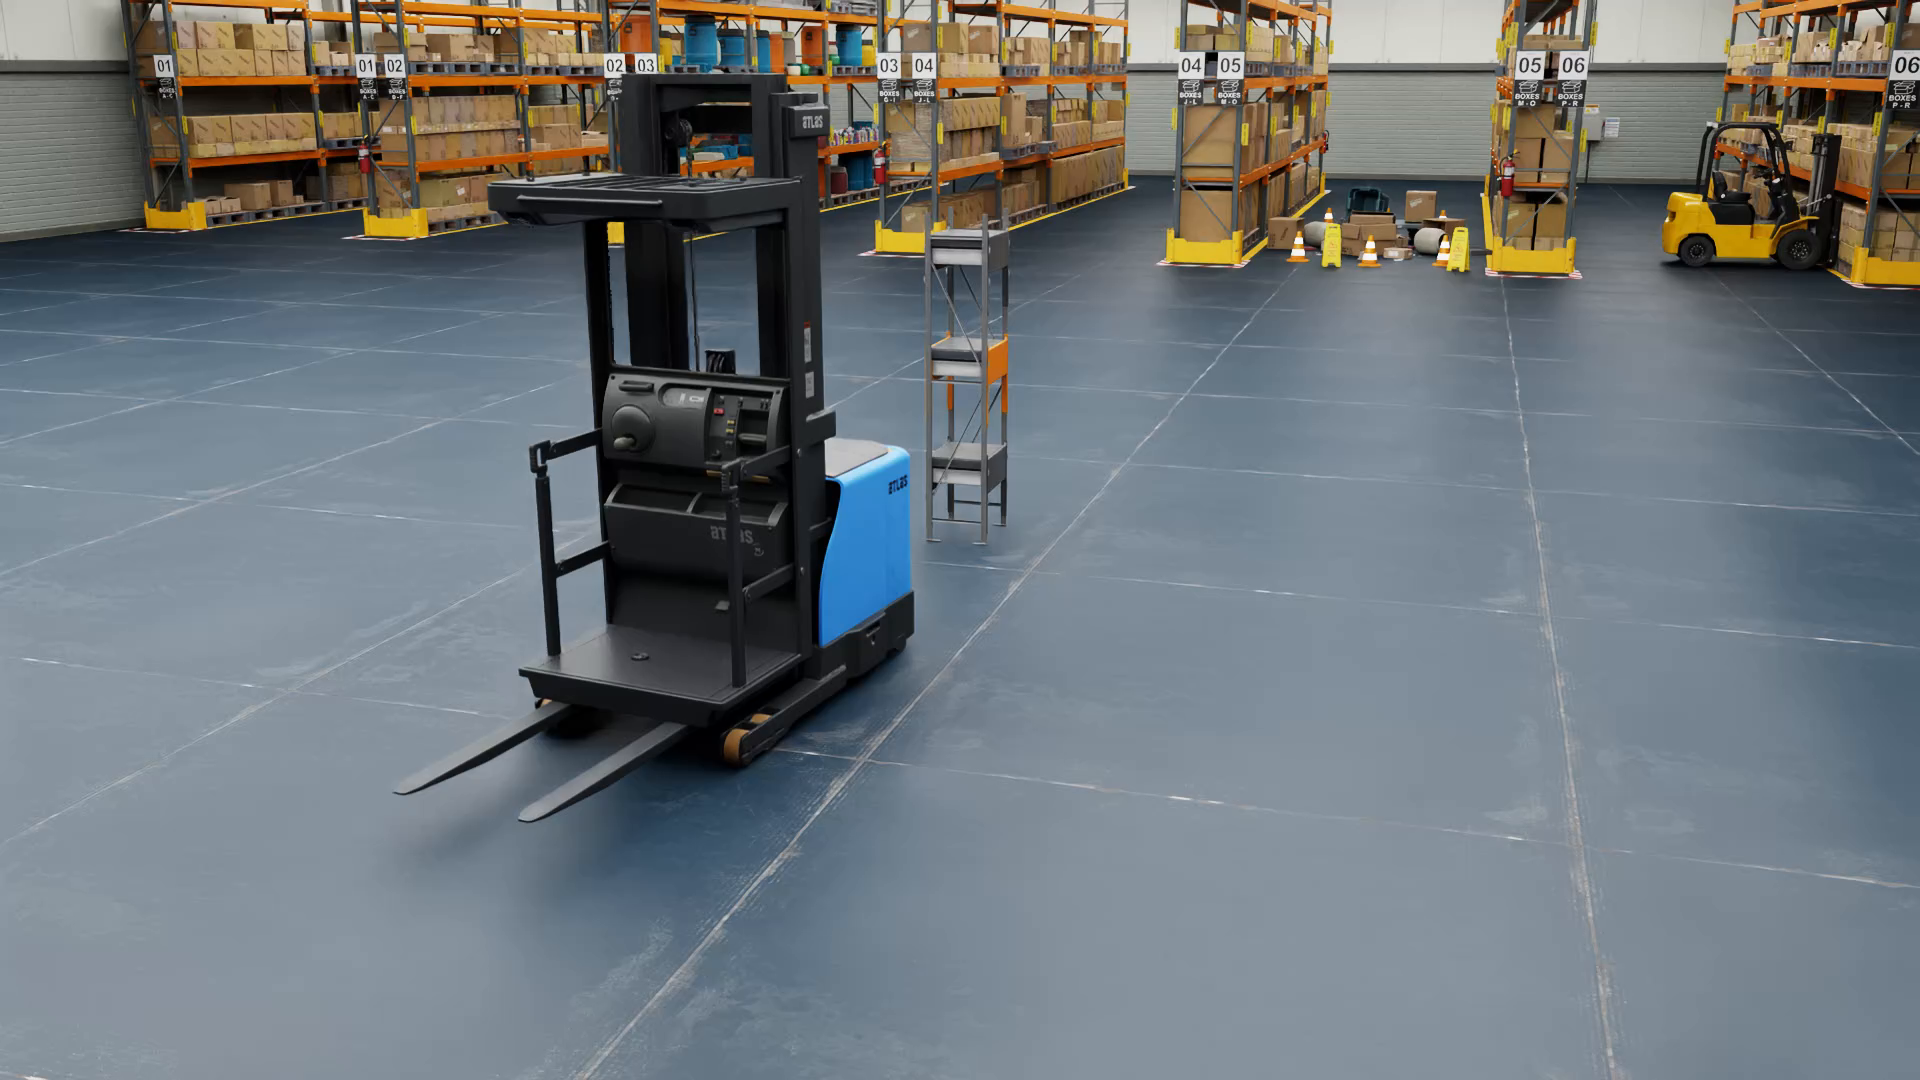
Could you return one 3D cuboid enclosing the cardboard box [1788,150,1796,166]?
[{"bbox_3d":[15.038,-6.783,29.521,0.500,0.250,0.500,4,16,14],"label":"cardboard box"}]

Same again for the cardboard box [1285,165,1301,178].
[{"bbox_3d":[7.023,-7.880,35.550,0.500,0.250,0.500,4,16,13],"label":"cardboard box"}]

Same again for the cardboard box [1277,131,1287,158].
[{"bbox_3d":[5.996,-7.608,31.973,0.500,0.500,0.500,4,16,15],"label":"cardboard box"}]

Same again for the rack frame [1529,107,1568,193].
[{"bbox_3d":[9.789,-6.556,28.447,1.000,3.000,0.127,5,16,16],"label":"rack frame"}]

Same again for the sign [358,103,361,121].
[{"bbox_3d":[-10.862,-7.764,30.150,0.100,0.325,0.005,5,16,16],"label":"sign"}]

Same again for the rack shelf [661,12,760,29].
[{"bbox_3d":[-6.367,-13.249,42.372,1.077,0.370,4.000,5,16,16],"label":"rack shelf"}]

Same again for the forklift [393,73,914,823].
[{"bbox_3d":[-1.307,-0.547,7.387,1.130,2.935,3.031,7,17,23],"label":"forklift"}]

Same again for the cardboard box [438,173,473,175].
[{"bbox_3d":[-9.925,-6.975,32.819,0.500,0.500,0.500,5,16,16],"label":"cardboard box"}]

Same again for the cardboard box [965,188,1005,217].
[{"bbox_3d":[0.483,-6.493,31.998,0.700,0.500,0.500,3,16,12],"label":"cardboard box"}]

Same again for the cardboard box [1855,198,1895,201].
[{"bbox_3d":[14.465,-5.255,26.297,0.500,0.250,0.500,4,16,15],"label":"cardboard box"}]

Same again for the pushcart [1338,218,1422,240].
[{"bbox_3d":[7.589,-5.458,29.382,1.648,0.377,0.936,-1,16,-3],"label":"pushcart"}]

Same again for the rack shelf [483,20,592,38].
[{"bbox_3d":[-11.118,-13.441,43.777,1.077,0.370,4.000,5,16,16],"label":"rack shelf"}]

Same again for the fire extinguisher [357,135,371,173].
[{"bbox_3d":[-10.825,-7.015,30.207,0.296,0.674,0.183,5,16,16],"label":"fire extinguisher"}]

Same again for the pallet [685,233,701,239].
[{"bbox_3d":[-5.385,-5.556,30.032,1.003,0.211,1.213,5,16,16],"label":"pallet"}]

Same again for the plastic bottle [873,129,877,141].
[{"bbox_3d":[-2.011,-9.553,39.228,0.061,0.283,0.133,5,16,16],"label":"plastic bottle"}]

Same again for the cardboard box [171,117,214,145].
[{"bbox_3d":[-14.672,-7.830,31.803,0.500,0.500,0.500,5,16,16],"label":"cardboard box"}]

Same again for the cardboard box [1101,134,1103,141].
[{"bbox_3d":[3.186,-9.555,39.480,0.380,0.149,0.250,4,16,14],"label":"cardboard box"}]

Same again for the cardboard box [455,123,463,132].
[{"bbox_3d":[-9.664,-7.831,31.568,0.380,0.149,0.250,4,16,15],"label":"cardboard box"}]

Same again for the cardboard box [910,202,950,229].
[{"bbox_3d":[-0.518,-5.599,28.883,0.500,0.500,0.500,10,18,30],"label":"cardboard box"}]

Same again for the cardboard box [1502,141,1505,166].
[{"bbox_3d":[8.835,-6.126,26.200,0.500,0.500,0.500,5,16,16],"label":"cardboard box"}]

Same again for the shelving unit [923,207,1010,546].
[{"bbox_3d":[0.047,-1.053,10.696,0.431,2.100,0.503,5,16,16],"label":"shelving unit"}]

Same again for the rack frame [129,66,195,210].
[{"bbox_3d":[-15.096,-7.431,31.530,1.000,3.000,0.127,5,16,16],"label":"rack frame"}]

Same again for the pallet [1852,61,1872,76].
[{"bbox_3d":[13.983,-7.029,24.781,1.003,0.211,1.213,5,16,16],"label":"pallet"}]

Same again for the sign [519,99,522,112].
[{"bbox_3d":[-11.163,-11.049,42.312,0.100,0.325,0.005,5,16,16],"label":"sign"}]

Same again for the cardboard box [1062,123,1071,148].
[{"bbox_3d":[2.110,-8.795,36.156,0.500,0.500,0.500,4,16,15],"label":"cardboard box"}]

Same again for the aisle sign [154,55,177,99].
[{"bbox_3d":[-14.829,-8.639,31.026,0.394,0.787,0.004,5,16,16],"label":"aisle sign"}]

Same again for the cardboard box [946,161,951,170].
[{"bbox_3d":[-0.364,-6.342,28.151,0.380,0.149,0.250,5,16,16],"label":"cardboard box"}]

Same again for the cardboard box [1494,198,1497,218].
[{"bbox_3d":[10.554,-6.200,31.237,0.950,0.372,0.625,4,16,15],"label":"cardboard box"}]

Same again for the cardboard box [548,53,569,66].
[{"bbox_3d":[-8.607,-10.162,35.169,0.500,0.250,0.500,3,16,11],"label":"cardboard box"}]

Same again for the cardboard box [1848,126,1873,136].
[{"bbox_3d":[13.884,-6.272,25.528,0.380,0.149,0.250,5,16,16],"label":"cardboard box"}]

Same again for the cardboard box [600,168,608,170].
[{"bbox_3d":[-8.031,-8.412,38.766,0.500,0.500,0.500,5,17,18],"label":"cardboard box"}]

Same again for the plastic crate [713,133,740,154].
[{"bbox_3d":[-4.617,-7.890,33.032,0.402,0.464,0.583,5,16,16],"label":"plastic crate"}]

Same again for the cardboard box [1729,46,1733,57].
[{"bbox_3d":[17.593,-10.970,37.324,0.500,0.250,0.500,4,16,15],"label":"cardboard box"}]

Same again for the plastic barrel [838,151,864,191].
[{"bbox_3d":[-2.560,-8.668,38.968,0.600,0.901,0.708,5,16,16],"label":"plastic barrel"}]

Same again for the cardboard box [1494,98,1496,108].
[{"bbox_3d":[12.650,-9.986,38.522,0.500,0.500,0.500,4,16,14],"label":"cardboard box"}]

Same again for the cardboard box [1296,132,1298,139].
[{"bbox_3d":[6.998,-8.627,35.440,0.380,0.149,0.250,5,17,18],"label":"cardboard box"}]

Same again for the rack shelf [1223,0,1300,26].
[{"bbox_3d":[5.583,-9.785,30.886,1.077,0.370,4.000,5,16,16],"label":"rack shelf"}]

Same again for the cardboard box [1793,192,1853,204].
[{"bbox_3d":[15.126,-5.769,29.252,0.875,0.625,0.625,4,16,14],"label":"cardboard box"}]

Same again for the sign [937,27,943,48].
[{"bbox_3d":[-0.329,-8.100,26.790,0.100,0.325,0.005,5,16,16],"label":"sign"}]

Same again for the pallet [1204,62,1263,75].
[{"bbox_3d":[4.424,-7.783,27.436,1.003,0.211,1.213,5,16,16],"label":"pallet"}]

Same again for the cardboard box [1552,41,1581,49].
[{"bbox_3d":[8.949,-7.293,24.546,0.380,0.149,0.250,5,16,15],"label":"cardboard box"}]

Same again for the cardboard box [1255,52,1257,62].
[{"bbox_3d":[4.569,-7.769,26.732,0.380,0.149,0.250,5,16,16],"label":"cardboard box"}]

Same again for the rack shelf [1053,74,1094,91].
[{"bbox_3d":[1.993,-9.991,36.380,1.077,0.370,4.000,5,16,16],"label":"rack shelf"}]

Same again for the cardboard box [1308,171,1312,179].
[{"bbox_3d":[7.947,-8.465,38.542,0.380,0.149,0.250,5,17,17],"label":"cardboard box"}]

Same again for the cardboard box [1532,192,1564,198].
[{"bbox_3d":[9.736,-5.487,27.574,0.500,0.500,0.500,5,17,17],"label":"cardboard box"}]

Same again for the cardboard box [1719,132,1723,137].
[{"bbox_3d":[17.572,-9.285,37.797,0.500,0.250,0.500,5,17,16],"label":"cardboard box"}]

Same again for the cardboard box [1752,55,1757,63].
[{"bbox_3d":[16.250,-9.725,33.630,0.380,0.149,0.250,5,17,16],"label":"cardboard box"}]

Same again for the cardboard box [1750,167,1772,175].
[{"bbox_3d":[16.438,-7.575,34.116,0.380,0.149,0.250,4,16,13],"label":"cardboard box"}]

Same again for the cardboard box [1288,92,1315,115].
[{"bbox_3d":[7.650,-9.778,37.245,0.500,0.500,0.500,5,17,17],"label":"cardboard box"}]

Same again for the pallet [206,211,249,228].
[{"bbox_3d":[-14.810,-6.319,32.720,1.003,0.211,1.213,5,16,16],"label":"pallet"}]

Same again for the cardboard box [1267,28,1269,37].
[{"bbox_3d":[5.001,-8.552,28.033,0.380,0.149,0.250,5,17,17],"label":"cardboard box"}]
